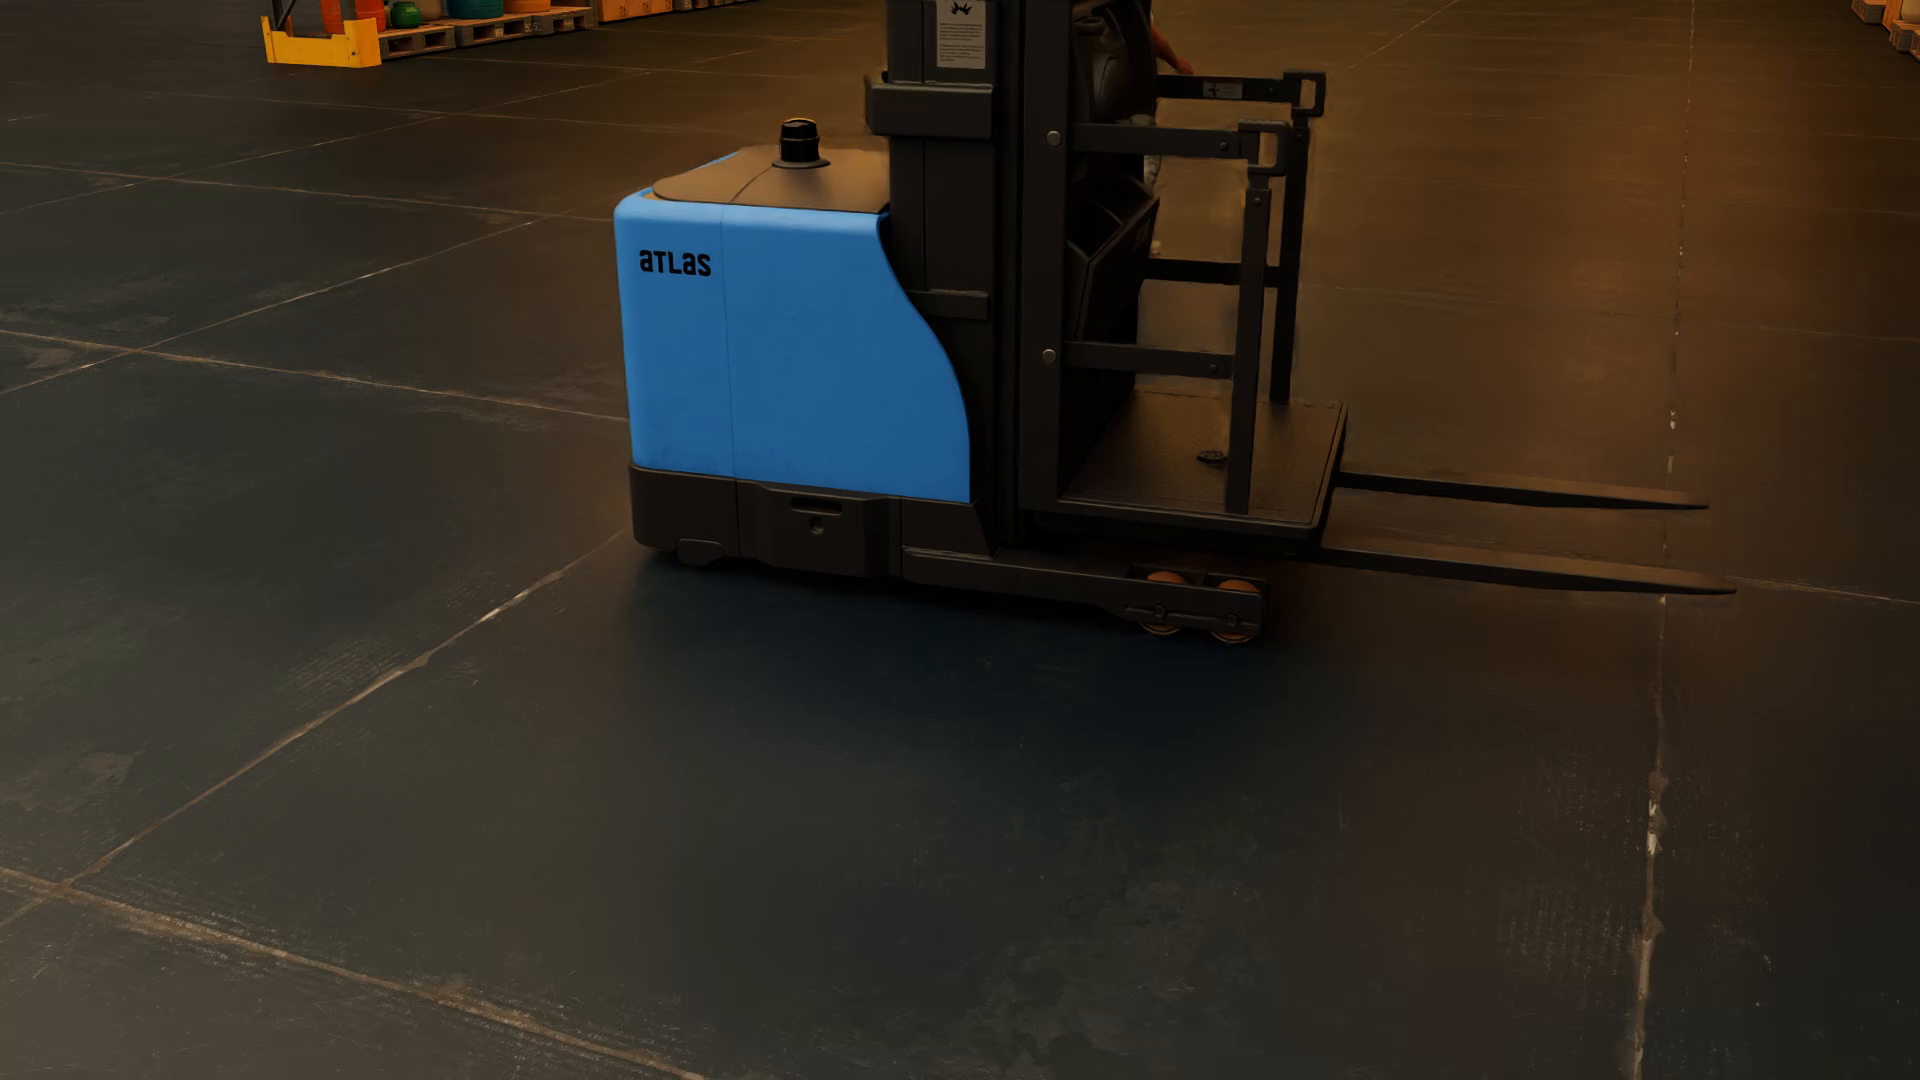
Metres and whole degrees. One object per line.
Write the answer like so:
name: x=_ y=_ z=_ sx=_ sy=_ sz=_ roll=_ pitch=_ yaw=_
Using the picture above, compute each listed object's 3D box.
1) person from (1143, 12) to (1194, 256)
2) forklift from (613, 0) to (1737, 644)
person: x=0.827 y=-2.256 z=8.345 sx=0.645 sy=1.716 sz=0.821 roll=-14 pitch=27 yaw=-31
forklift: x=0.605 y=-1.304 z=4.413 sx=3.031 sy=2.935 sz=1.130 roll=6 pitch=24 yaw=15
